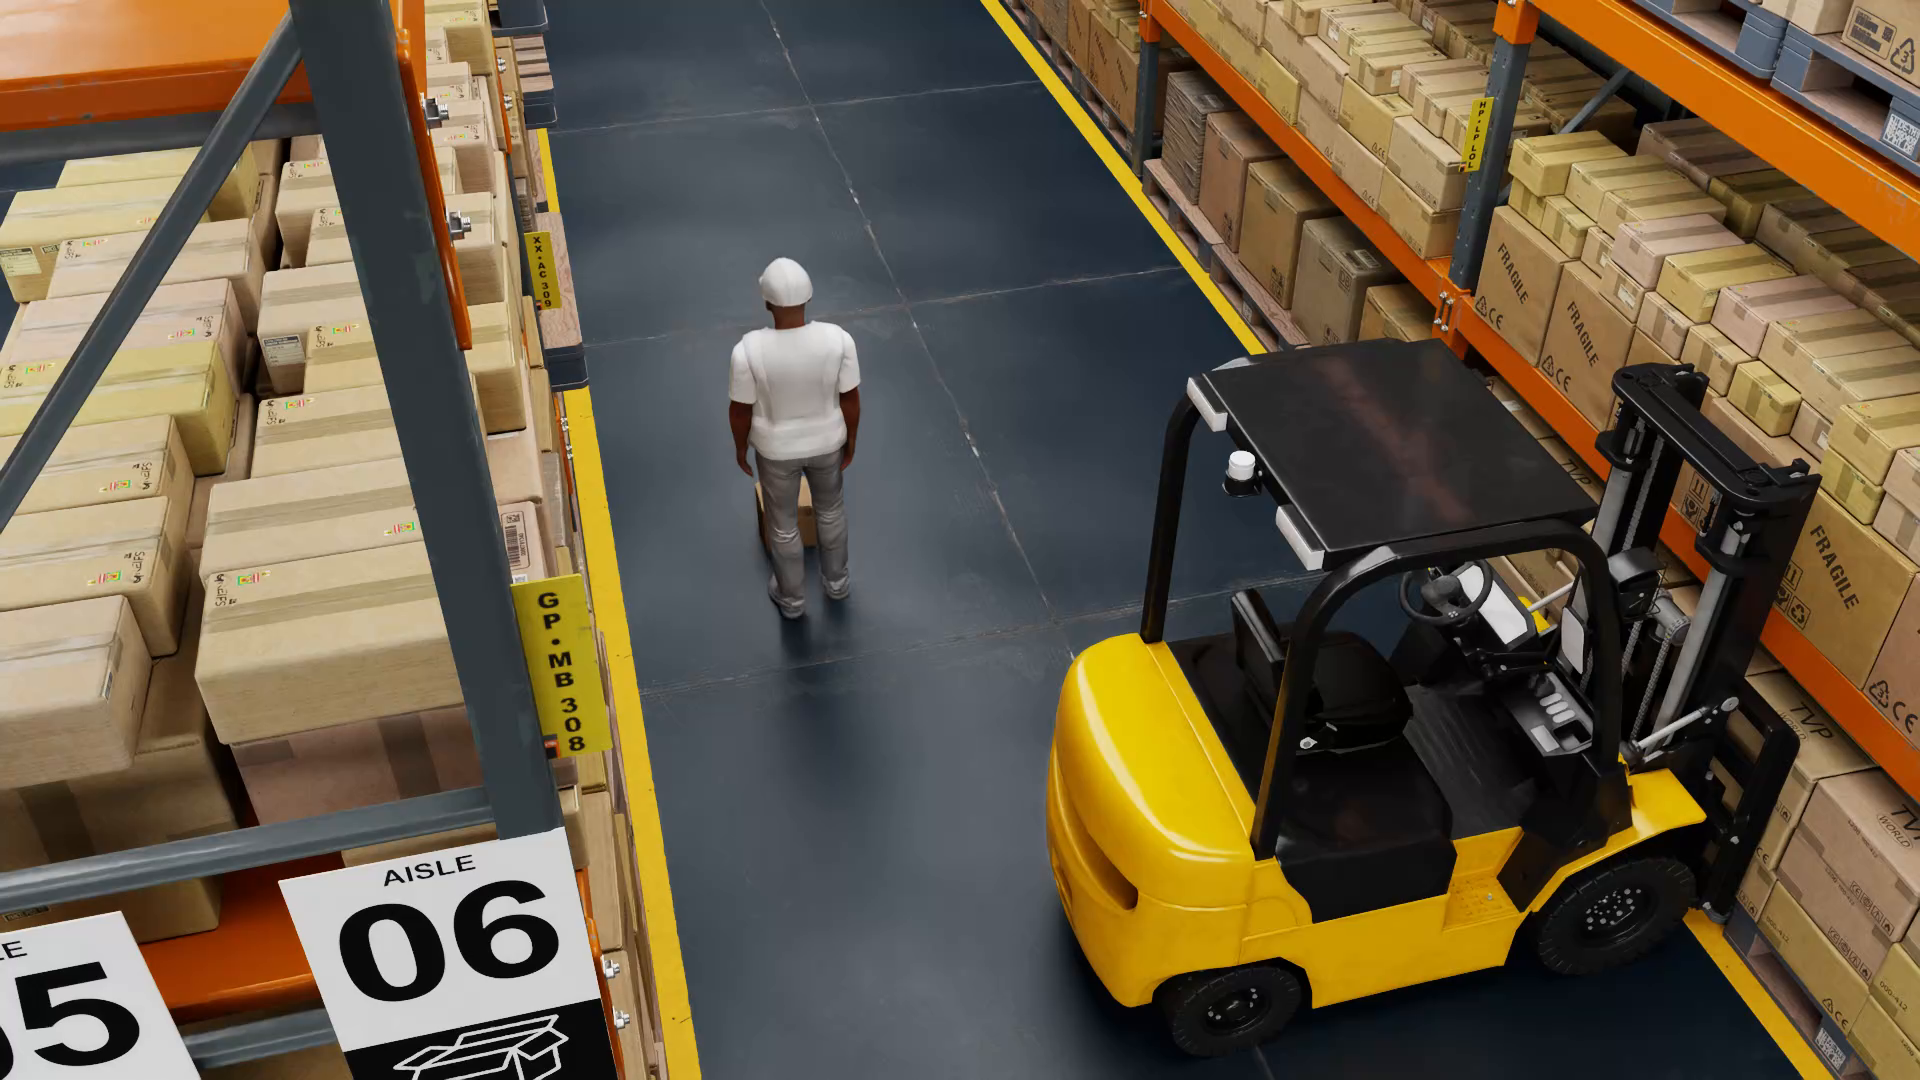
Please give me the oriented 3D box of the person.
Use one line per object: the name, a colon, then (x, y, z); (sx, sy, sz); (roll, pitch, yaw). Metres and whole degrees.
person: (-0.779, -0.177, 7.620); (0.568, 0.915, 0.896); (-11, 39, -13)
